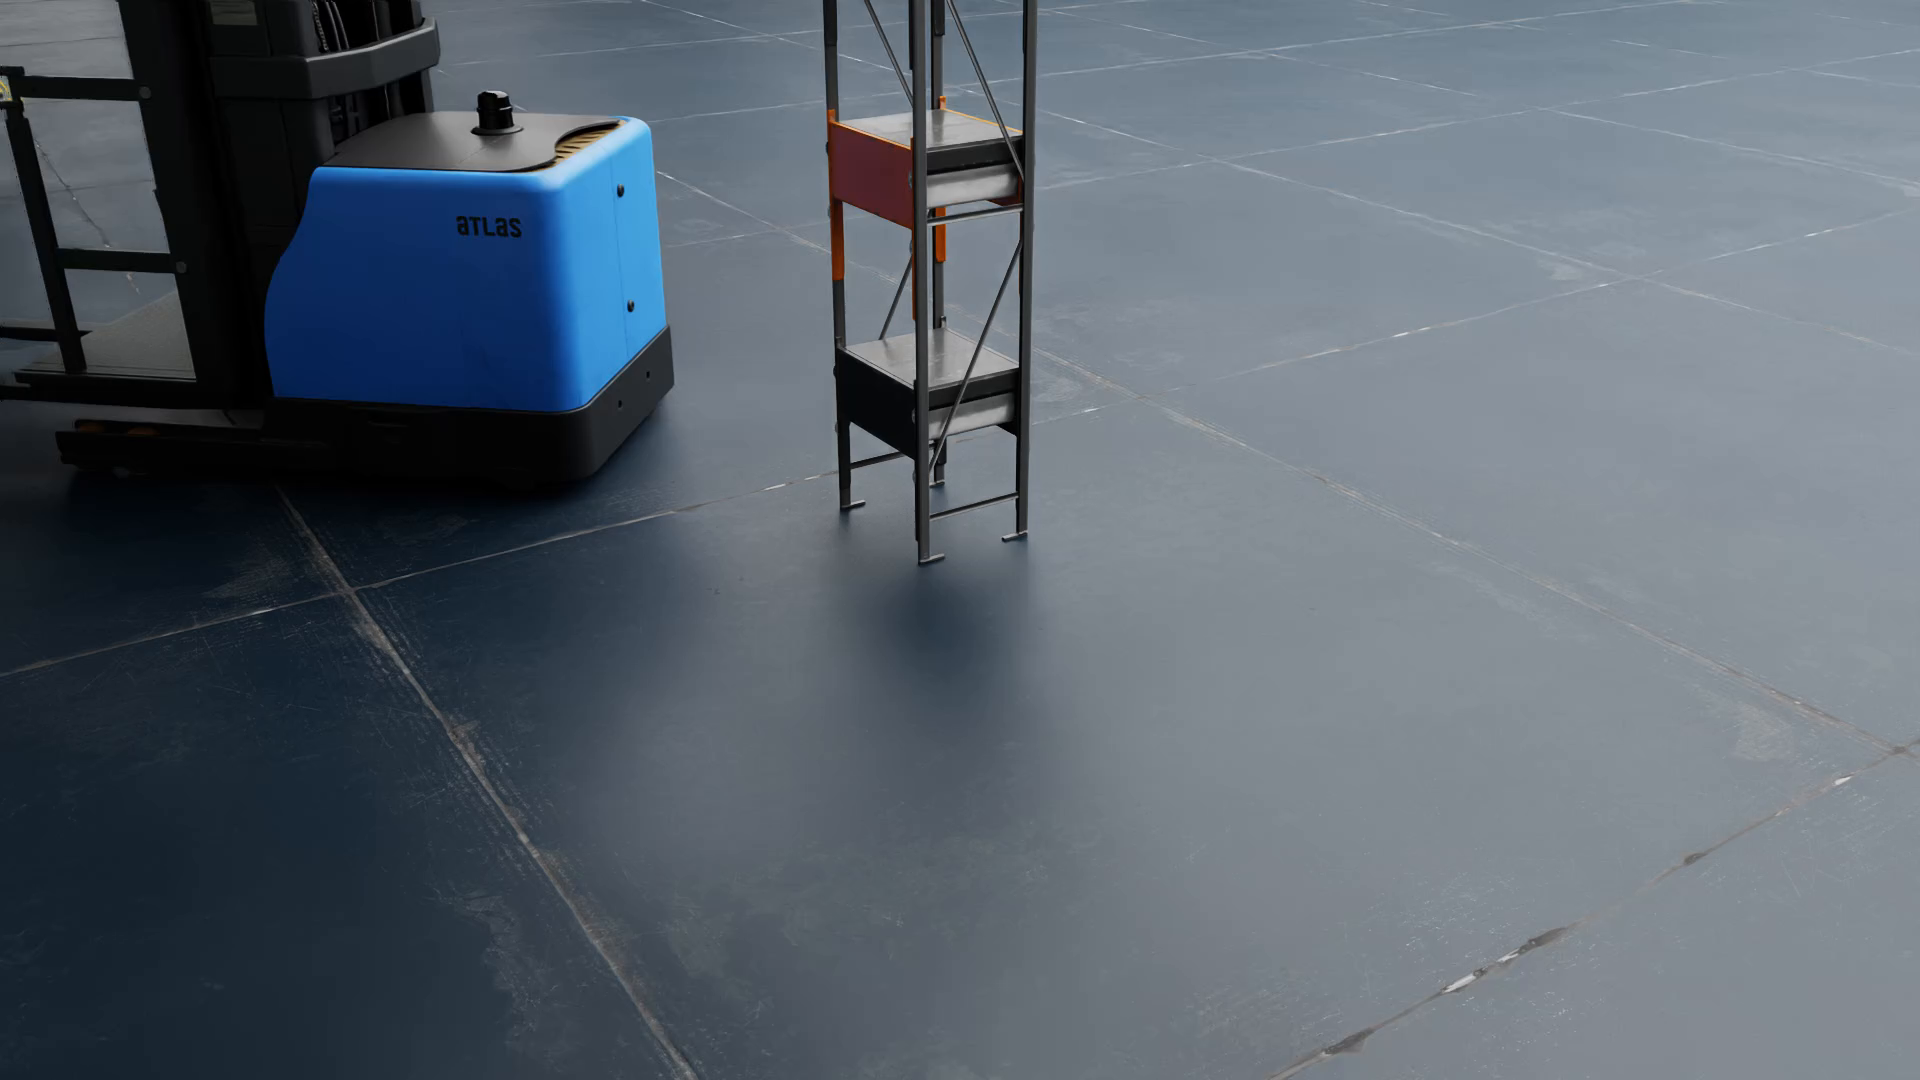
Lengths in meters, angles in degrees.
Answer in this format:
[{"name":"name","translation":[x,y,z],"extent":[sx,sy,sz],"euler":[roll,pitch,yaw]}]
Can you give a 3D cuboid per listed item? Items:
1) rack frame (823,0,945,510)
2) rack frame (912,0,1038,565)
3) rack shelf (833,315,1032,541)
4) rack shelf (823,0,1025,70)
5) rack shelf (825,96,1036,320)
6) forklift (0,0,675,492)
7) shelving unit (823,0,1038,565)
[{"name":"rack frame","translation":[-0.224,-1.096,5.112],"extent":[0.400,2.100,0.015],"euler":[-16,29,-30]},{"name":"rack frame","translation":[0.043,-0.921,4.742],"extent":[0.400,2.100,0.015],"euler":[-16,29,-30]},{"name":"rack shelf","translation":[-0.090,-0.363,5.232],"extent":[0.431,0.518,0.480],"euler":[-16,29,-30]},{"name":"rack shelf","translation":[-0.090,-1.629,4.634],"extent":[0.431,0.518,0.480],"euler":[-16,29,-30]},{"name":"rack shelf","translation":[-0.090,-0.996,4.933],"extent":[0.431,0.518,0.480],"euler":[-16,29,-30]},{"name":"forklift","translation":[-2.649,-1.765,5.556],"extent":[3.031,2.935,1.130],"euler":[4,26,8]},{"name":"shelving unit","translation":[-0.090,-1.009,4.927],"extent":[0.431,2.100,0.503],"euler":[-16,29,-30]}]
